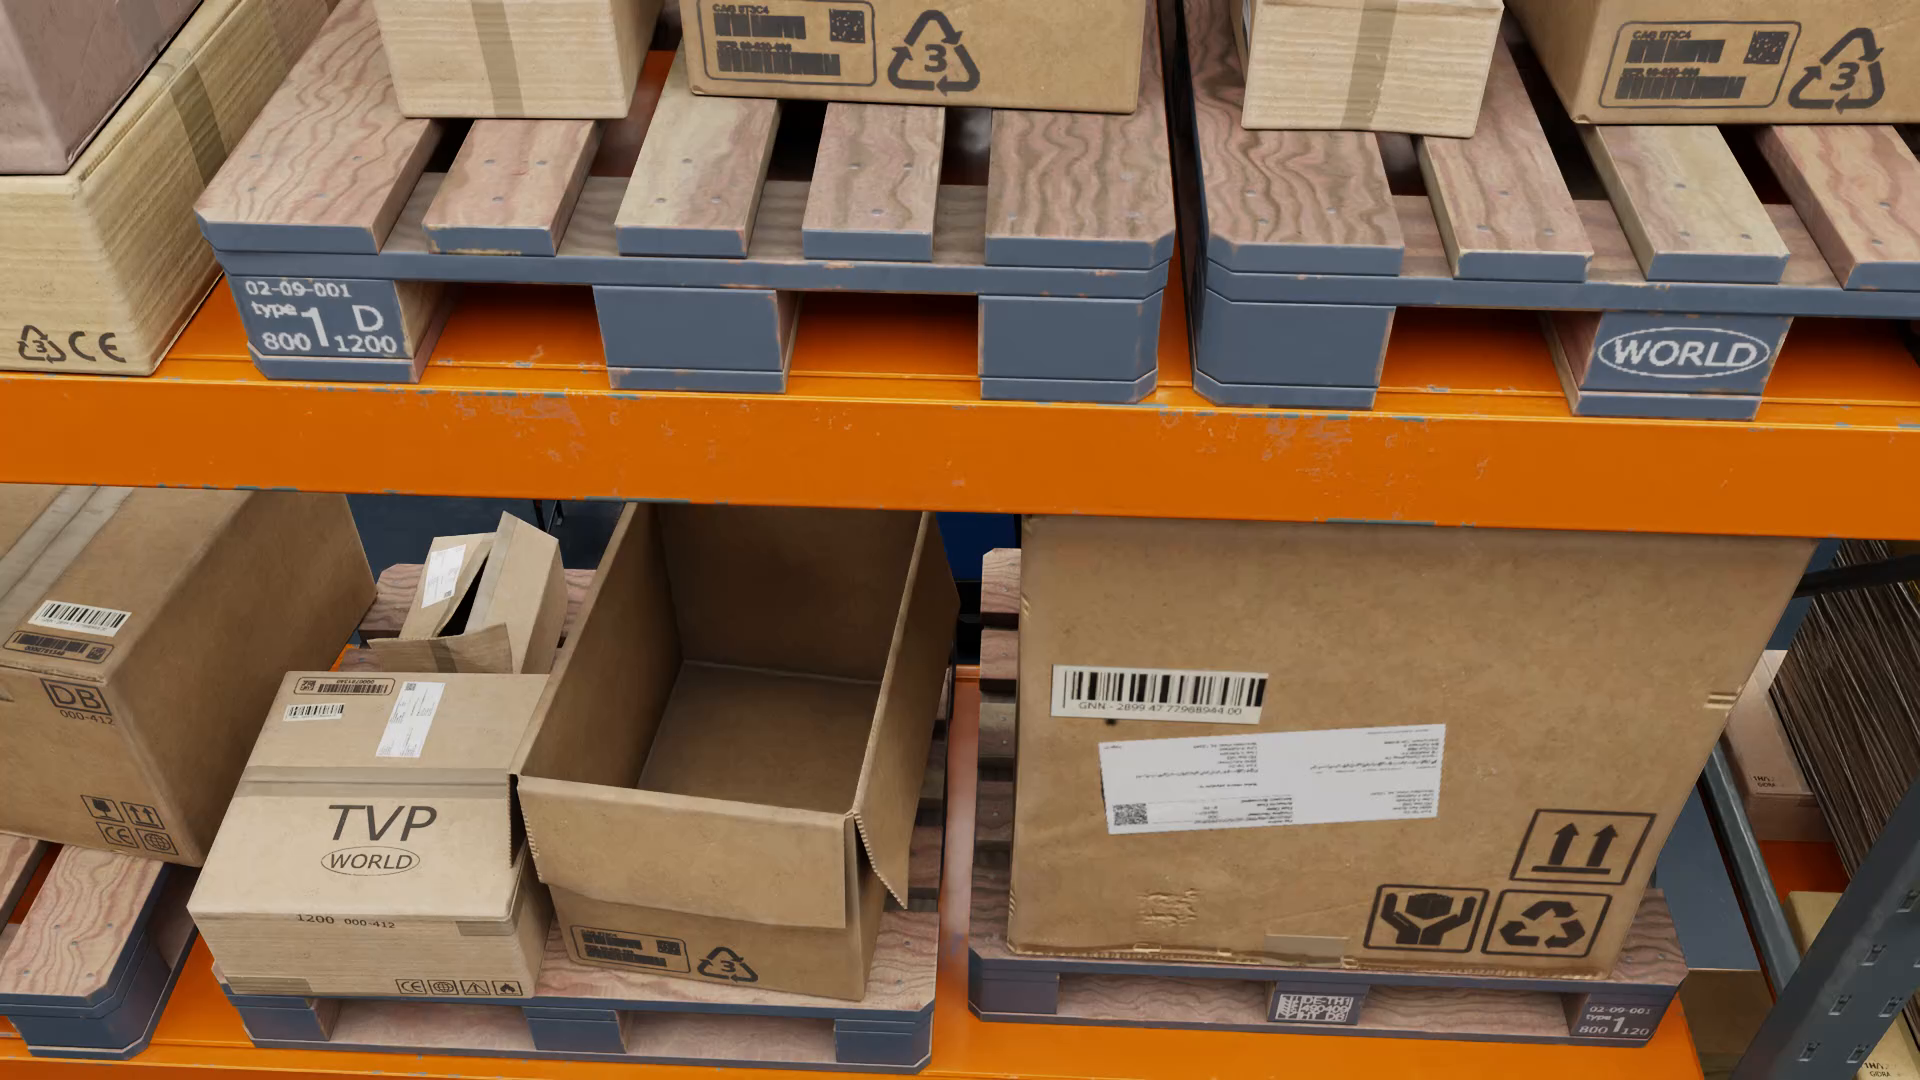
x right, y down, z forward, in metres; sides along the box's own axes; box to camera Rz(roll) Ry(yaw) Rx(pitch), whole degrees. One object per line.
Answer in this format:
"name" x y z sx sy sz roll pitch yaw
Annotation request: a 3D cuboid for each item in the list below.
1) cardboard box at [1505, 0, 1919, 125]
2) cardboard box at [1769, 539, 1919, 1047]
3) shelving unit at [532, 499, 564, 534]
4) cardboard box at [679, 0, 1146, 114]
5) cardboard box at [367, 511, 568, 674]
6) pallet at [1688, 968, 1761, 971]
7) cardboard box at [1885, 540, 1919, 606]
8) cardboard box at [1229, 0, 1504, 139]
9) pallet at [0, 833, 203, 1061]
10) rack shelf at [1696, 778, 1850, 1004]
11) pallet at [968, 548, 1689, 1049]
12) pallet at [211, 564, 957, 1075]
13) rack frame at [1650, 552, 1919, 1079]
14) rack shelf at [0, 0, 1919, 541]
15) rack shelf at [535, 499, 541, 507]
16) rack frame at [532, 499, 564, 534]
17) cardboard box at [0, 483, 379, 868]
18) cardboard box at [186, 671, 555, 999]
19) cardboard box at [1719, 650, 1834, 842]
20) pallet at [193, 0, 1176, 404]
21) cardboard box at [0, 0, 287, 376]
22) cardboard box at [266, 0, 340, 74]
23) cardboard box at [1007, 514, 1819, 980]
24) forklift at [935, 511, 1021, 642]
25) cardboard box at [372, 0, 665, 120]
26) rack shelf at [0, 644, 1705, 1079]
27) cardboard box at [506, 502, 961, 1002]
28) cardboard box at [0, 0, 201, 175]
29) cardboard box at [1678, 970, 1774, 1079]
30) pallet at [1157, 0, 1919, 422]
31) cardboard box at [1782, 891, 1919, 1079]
"cardboard box" 0.925 -0.867 1.895 0.637 0.503 0.797 0 43 0
"cardboard box" 1.837 0.414 2.813 0.500 0.500 0.875 2 43 2
"shelving unit" -1.155 -0.441 5.344 0.503 1.200 0.258 0 43 0
"cardboard box" -0.016 -0.895 1.926 0.637 0.503 0.797 3 43 4
"cardboard box" -0.928 0.144 3.185 0.258 0.266 0.396 1 43 1
"pallet" 2.063 1.521 3.963 1.213 0.211 1.003 2 43 2
"cardboard box" 1.852 -0.181 2.718 0.500 0.500 0.500 2 43 2
"cardboard box" 0.447 -0.659 1.846 0.258 0.266 0.396 3 43 3
"pallet" -1.889 0.401 3.260 1.003 0.211 1.213 2 43 2
"rack shelf" 3.388 0.829 3.188 4.000 0.370 1.077 2 43 2
"pallet" 0.633 0.452 3.205 1.213 0.211 1.003 2 43 2
"pallet" -0.626 0.484 3.170 1.213 0.211 1.003 2 43 2
"rack frame" 1.390 0.504 3.008 0.127 3.000 1.000 2 43 2
"rack shelf" -0.608 -0.392 2.297 4.000 0.370 1.077 2 43 2
"rack shelf" -1.155 -0.247 5.525 0.480 0.148 0.258 0 43 0
"rack frame" -1.399 -0.442 5.344 0.015 1.200 0.240 0 43 0
"cardboard box" -1.502 0.129 3.029 0.500 0.500 0.700 8 44 8
"cardboard box" -0.942 0.490 2.825 0.500 0.250 0.500 1 43 1
"cardboard box" 1.618 0.402 3.302 0.250 0.149 0.380 2 43 2
"pallet" -0.258 -0.646 2.180 1.003 0.211 1.213 2 43 2
"cardboard box" -1.121 -0.448 1.940 0.500 0.250 0.500 3 43 3
"cardboard box" -1.122 -0.791 2.307 0.500 0.250 0.500 3 43 3
"cardboard box" 0.603 0.011 2.789 1.000 1.000 1.000 2 43 2
"forklift" 0.625 -1.072 4.750 3.031 2.935 1.130 0 43 0
"cardboard box" -0.487 -0.651 1.911 0.250 0.166 0.380 1 43 1
"rack shelf" -0.608 0.706 3.319 4.000 0.370 1.077 2 43 2
"cardboard box" -0.346 0.322 2.820 0.637 0.503 0.797 6 43 6
"cardboard box" -1.138 -0.718 1.679 0.500 0.500 0.500 1 43 1
"cardboard box" 1.788 1.304 3.675 0.500 0.500 0.500 1 43 1
"pallet" 0.778 -0.616 2.148 1.003 0.211 1.213 2 43 2
"cardboard box" 1.591 0.807 2.867 0.250 0.149 0.380 2 43 2
